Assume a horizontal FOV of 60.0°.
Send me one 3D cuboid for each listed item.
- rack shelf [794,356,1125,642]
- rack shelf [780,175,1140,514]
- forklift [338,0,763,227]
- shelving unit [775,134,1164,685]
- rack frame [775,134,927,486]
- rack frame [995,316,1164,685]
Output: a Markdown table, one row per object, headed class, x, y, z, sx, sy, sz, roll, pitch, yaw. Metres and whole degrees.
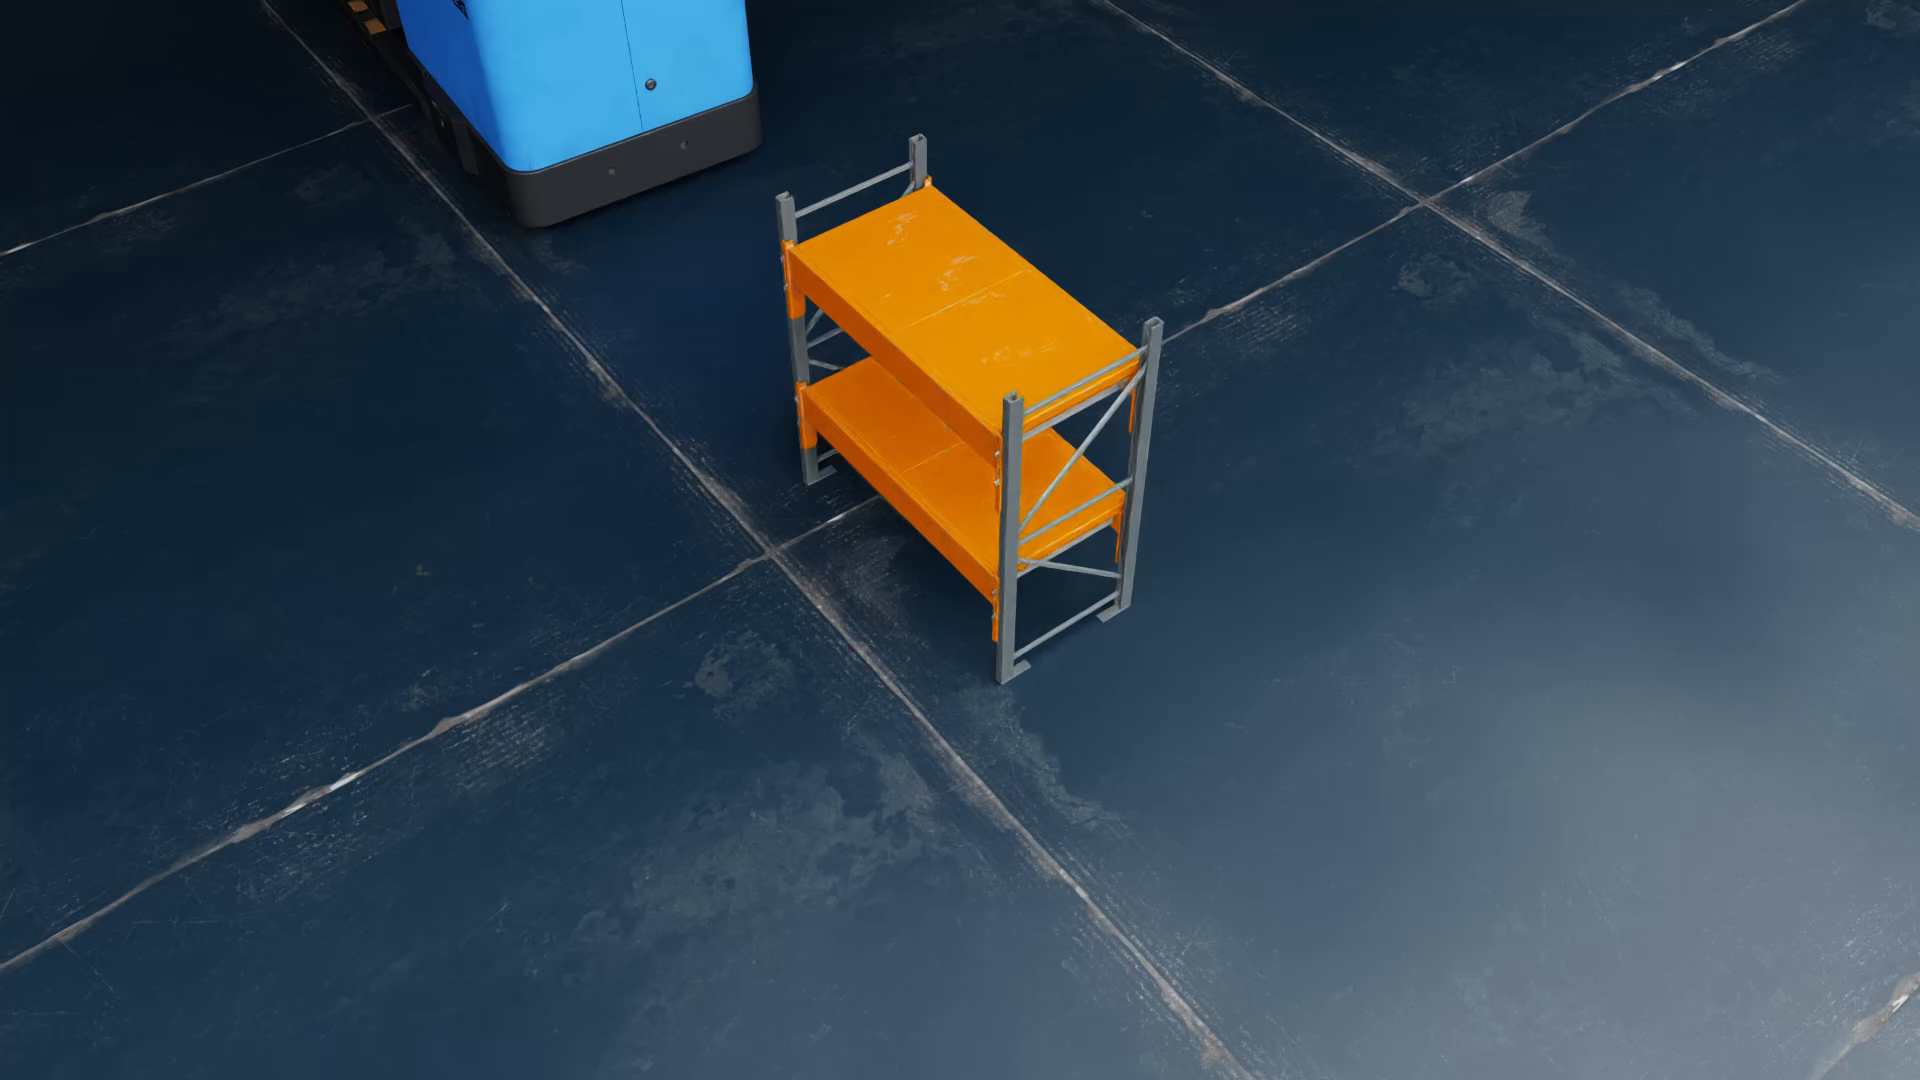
| class | x | y | z | sx | sy | sz | roll | pitch | yaw |
| --- | --- | --- | --- | --- | --- | --- | --- | --- | --- |
| rack shelf | 0.004 | -0.210 | 5.011 | 0.538 | 0.278 | 1.000 | -29 | 54 | -24 |
| rack shelf | 0.004 | -0.570 | 4.613 | 0.538 | 0.278 | 1.000 | -29 | 54 | -24 |
| forklift | -2.017 | -3.221 | 6.192 | 1.130 | 2.935 | 3.031 | -26 | 53 | -22 |
| shelving unit | 0.004 | -0.374 | 4.830 | 0.538 | 1.125 | 1.048 | -29 | 54 | -24 |
| rack frame | -0.304 | -0.674 | 5.101 | 0.500 | 1.125 | 0.032 | -29 | 54 | -24 |
| rack frame | 0.312 | -0.074 | 4.558 | 0.500 | 1.125 | 0.032 | -29 | 54 | -24 |
